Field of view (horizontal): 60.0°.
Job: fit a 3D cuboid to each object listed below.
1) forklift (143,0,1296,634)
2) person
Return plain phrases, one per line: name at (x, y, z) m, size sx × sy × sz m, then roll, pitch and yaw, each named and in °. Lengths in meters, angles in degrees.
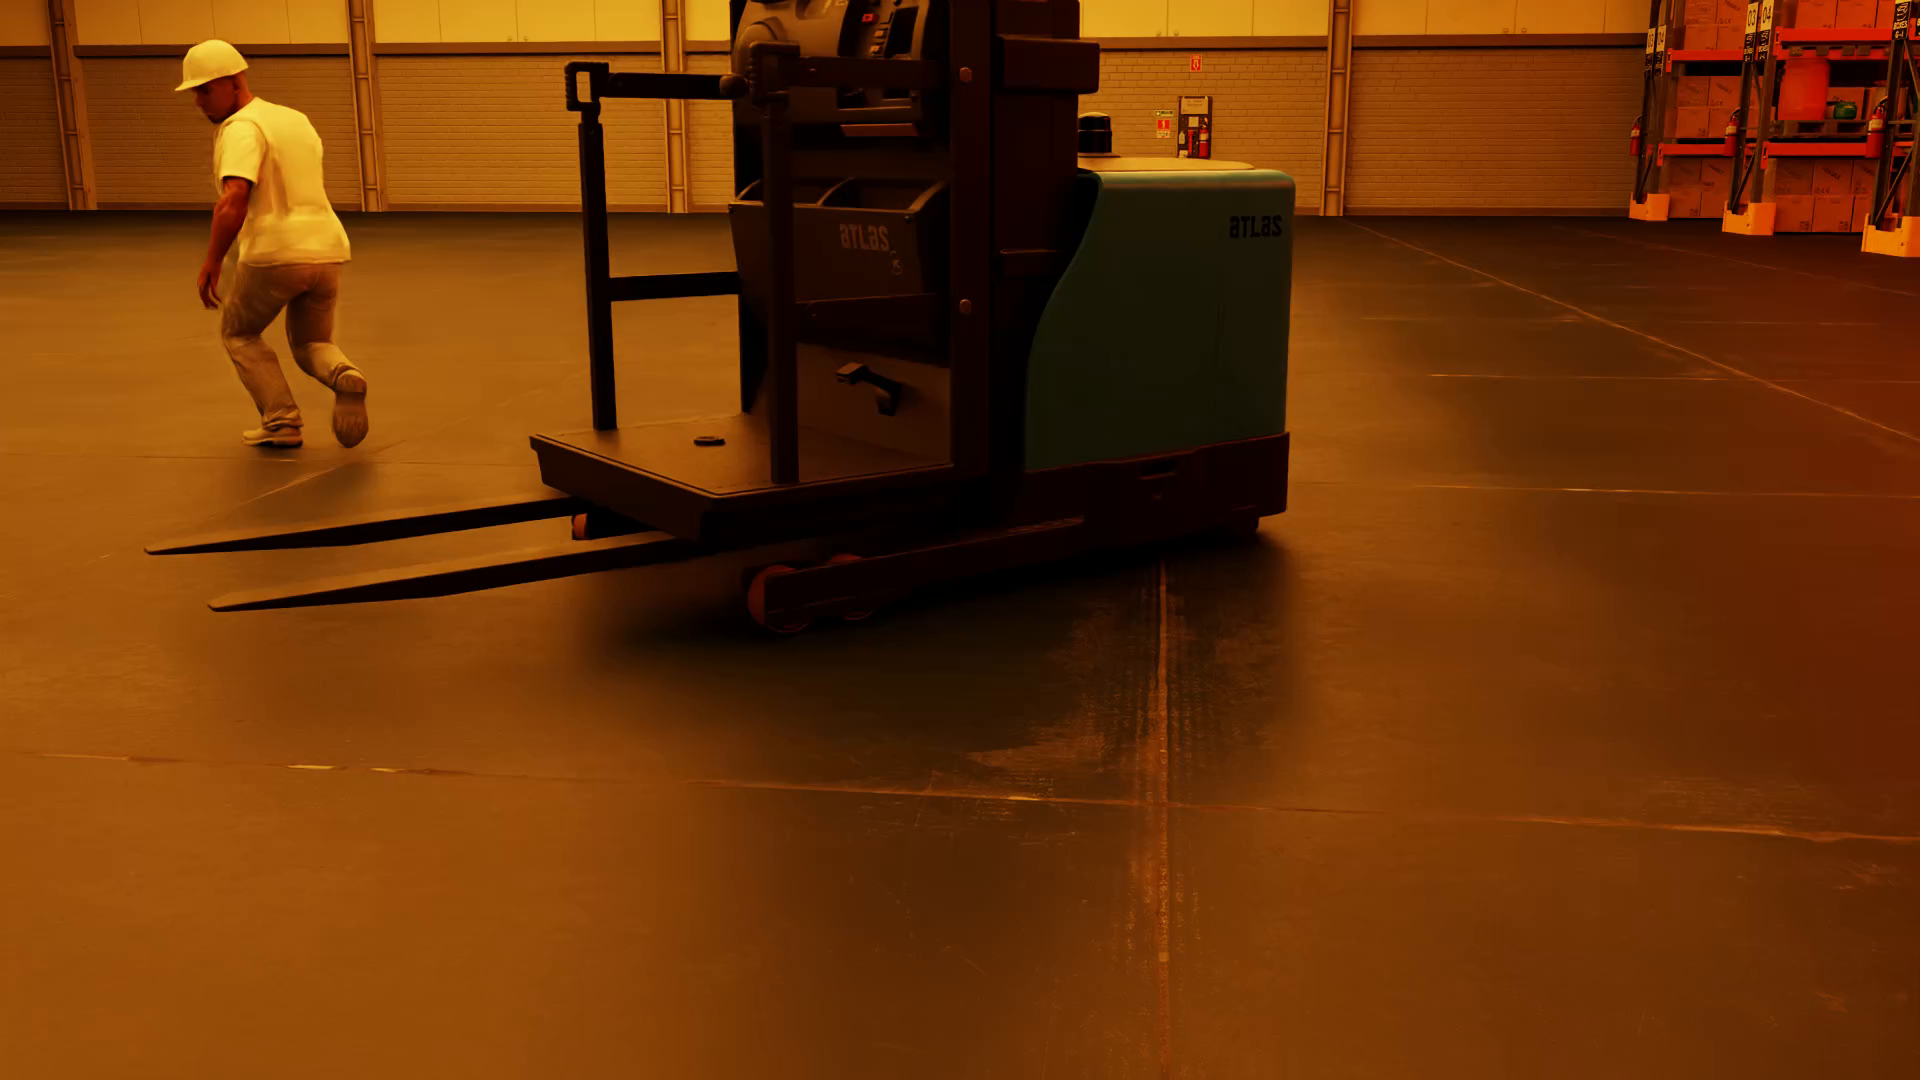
forklift at (-0.498, -1.337, 4.227) m, size 3.031 × 2.935 × 1.130 m, roll -10°, pitch 16°, yaw -36°
person at (-2.617, -1.115, 6.373) m, size 0.707 × 1.544 × 0.744 m, roll 7°, pitch 15°, yaw 29°
